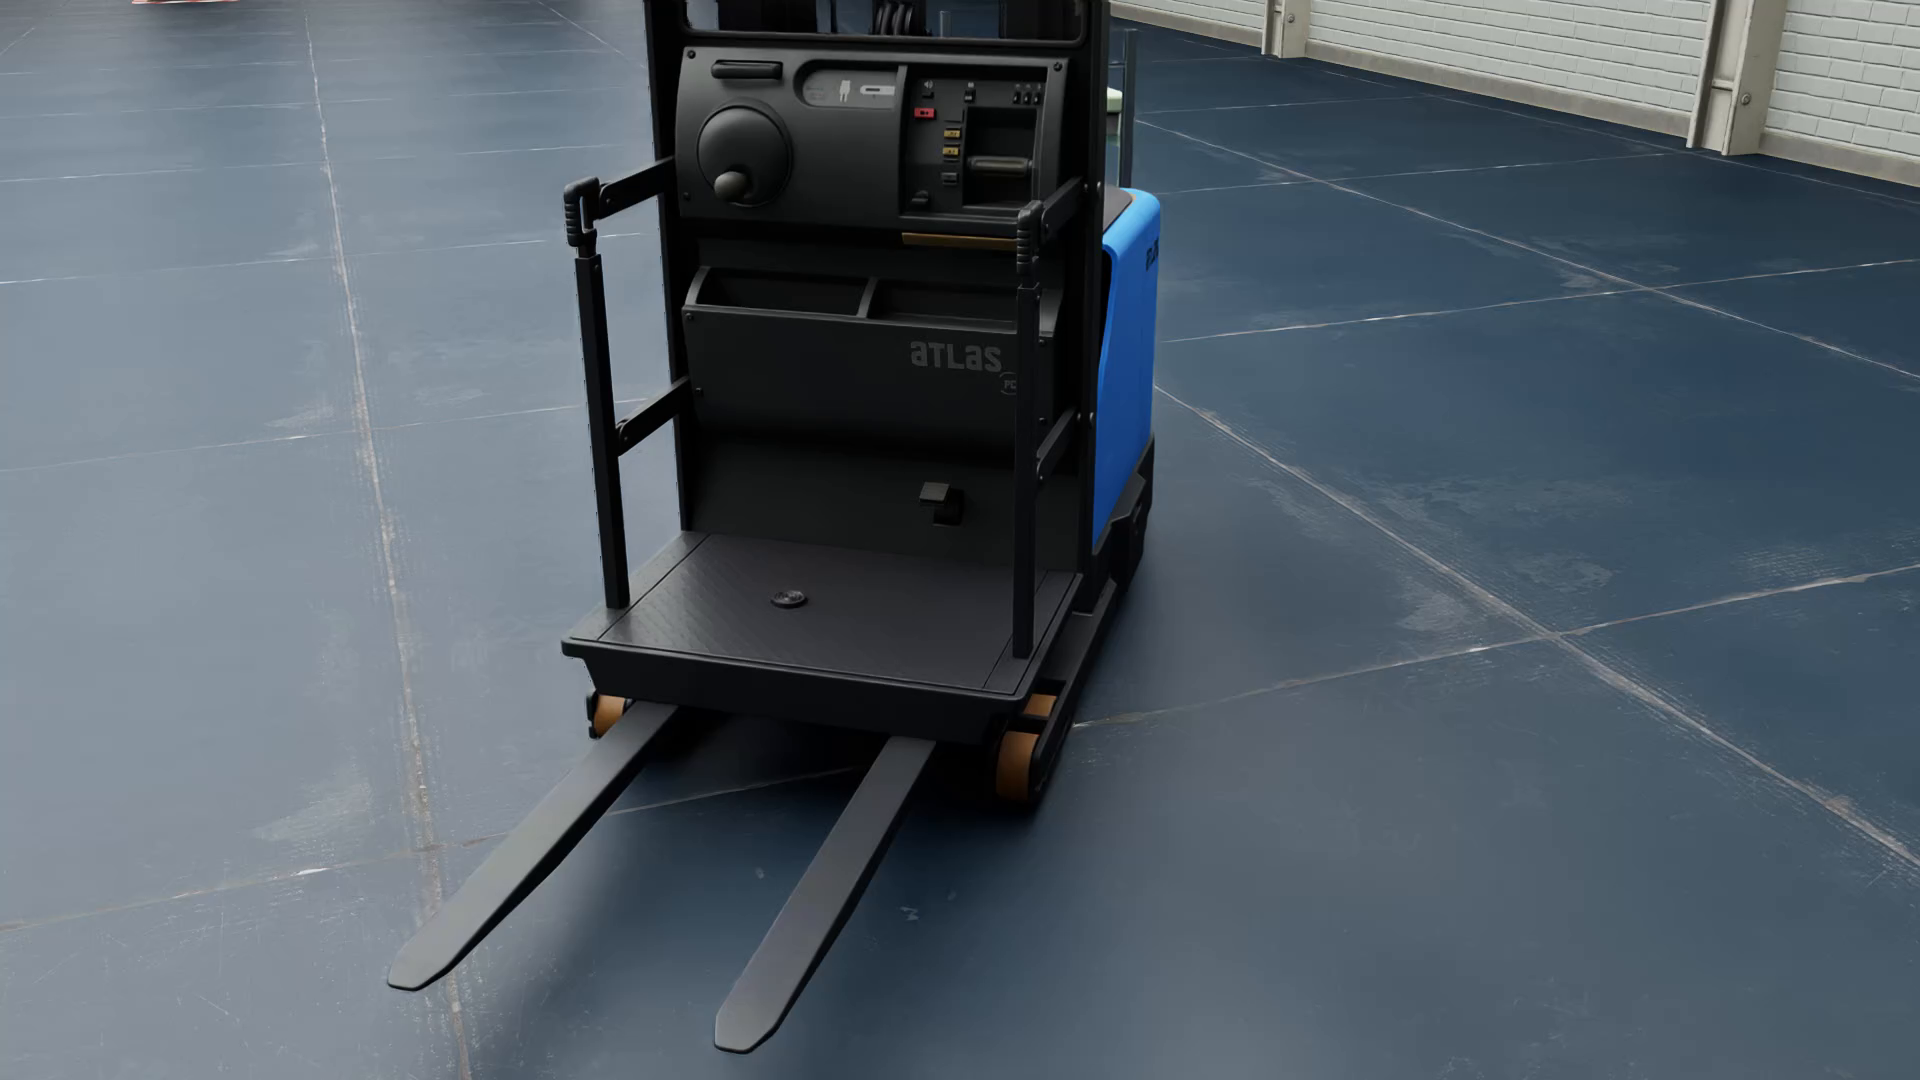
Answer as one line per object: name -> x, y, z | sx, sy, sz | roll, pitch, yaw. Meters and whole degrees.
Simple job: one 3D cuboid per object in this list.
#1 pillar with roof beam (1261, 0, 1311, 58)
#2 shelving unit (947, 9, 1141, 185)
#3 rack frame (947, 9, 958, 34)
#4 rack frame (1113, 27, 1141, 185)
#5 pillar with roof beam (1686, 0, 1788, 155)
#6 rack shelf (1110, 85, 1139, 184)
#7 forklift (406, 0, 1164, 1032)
pillar with roof beam -> -0.710, -8.519, 13.875 | 9.100, 9.000, 0.400 | -8, 24, -19
shelving unit -> 0.258, -1.013, 5.722 | 0.431, 1.500, 0.755 | -7, 24, -16
rack frame -> 0.148, -1.148, 6.044 | 0.400, 1.500, 0.023 | -7, 24, -16
rack frame -> 0.367, -0.877, 5.400 | 0.400, 1.500, 0.023 | -7, 24, -16
pillar with roof beam -> 1.410, -6.339, 8.703 | 9.100, 9.000, 0.400 | -8, 24, -19
rack shelf -> 0.258, -1.372, 5.570 | 0.431, 0.370, 0.720 | -7, 24, -16
forklift -> -0.252, -0.936, 3.696 | 1.130, 2.935, 3.031 | 6, 24, 14
